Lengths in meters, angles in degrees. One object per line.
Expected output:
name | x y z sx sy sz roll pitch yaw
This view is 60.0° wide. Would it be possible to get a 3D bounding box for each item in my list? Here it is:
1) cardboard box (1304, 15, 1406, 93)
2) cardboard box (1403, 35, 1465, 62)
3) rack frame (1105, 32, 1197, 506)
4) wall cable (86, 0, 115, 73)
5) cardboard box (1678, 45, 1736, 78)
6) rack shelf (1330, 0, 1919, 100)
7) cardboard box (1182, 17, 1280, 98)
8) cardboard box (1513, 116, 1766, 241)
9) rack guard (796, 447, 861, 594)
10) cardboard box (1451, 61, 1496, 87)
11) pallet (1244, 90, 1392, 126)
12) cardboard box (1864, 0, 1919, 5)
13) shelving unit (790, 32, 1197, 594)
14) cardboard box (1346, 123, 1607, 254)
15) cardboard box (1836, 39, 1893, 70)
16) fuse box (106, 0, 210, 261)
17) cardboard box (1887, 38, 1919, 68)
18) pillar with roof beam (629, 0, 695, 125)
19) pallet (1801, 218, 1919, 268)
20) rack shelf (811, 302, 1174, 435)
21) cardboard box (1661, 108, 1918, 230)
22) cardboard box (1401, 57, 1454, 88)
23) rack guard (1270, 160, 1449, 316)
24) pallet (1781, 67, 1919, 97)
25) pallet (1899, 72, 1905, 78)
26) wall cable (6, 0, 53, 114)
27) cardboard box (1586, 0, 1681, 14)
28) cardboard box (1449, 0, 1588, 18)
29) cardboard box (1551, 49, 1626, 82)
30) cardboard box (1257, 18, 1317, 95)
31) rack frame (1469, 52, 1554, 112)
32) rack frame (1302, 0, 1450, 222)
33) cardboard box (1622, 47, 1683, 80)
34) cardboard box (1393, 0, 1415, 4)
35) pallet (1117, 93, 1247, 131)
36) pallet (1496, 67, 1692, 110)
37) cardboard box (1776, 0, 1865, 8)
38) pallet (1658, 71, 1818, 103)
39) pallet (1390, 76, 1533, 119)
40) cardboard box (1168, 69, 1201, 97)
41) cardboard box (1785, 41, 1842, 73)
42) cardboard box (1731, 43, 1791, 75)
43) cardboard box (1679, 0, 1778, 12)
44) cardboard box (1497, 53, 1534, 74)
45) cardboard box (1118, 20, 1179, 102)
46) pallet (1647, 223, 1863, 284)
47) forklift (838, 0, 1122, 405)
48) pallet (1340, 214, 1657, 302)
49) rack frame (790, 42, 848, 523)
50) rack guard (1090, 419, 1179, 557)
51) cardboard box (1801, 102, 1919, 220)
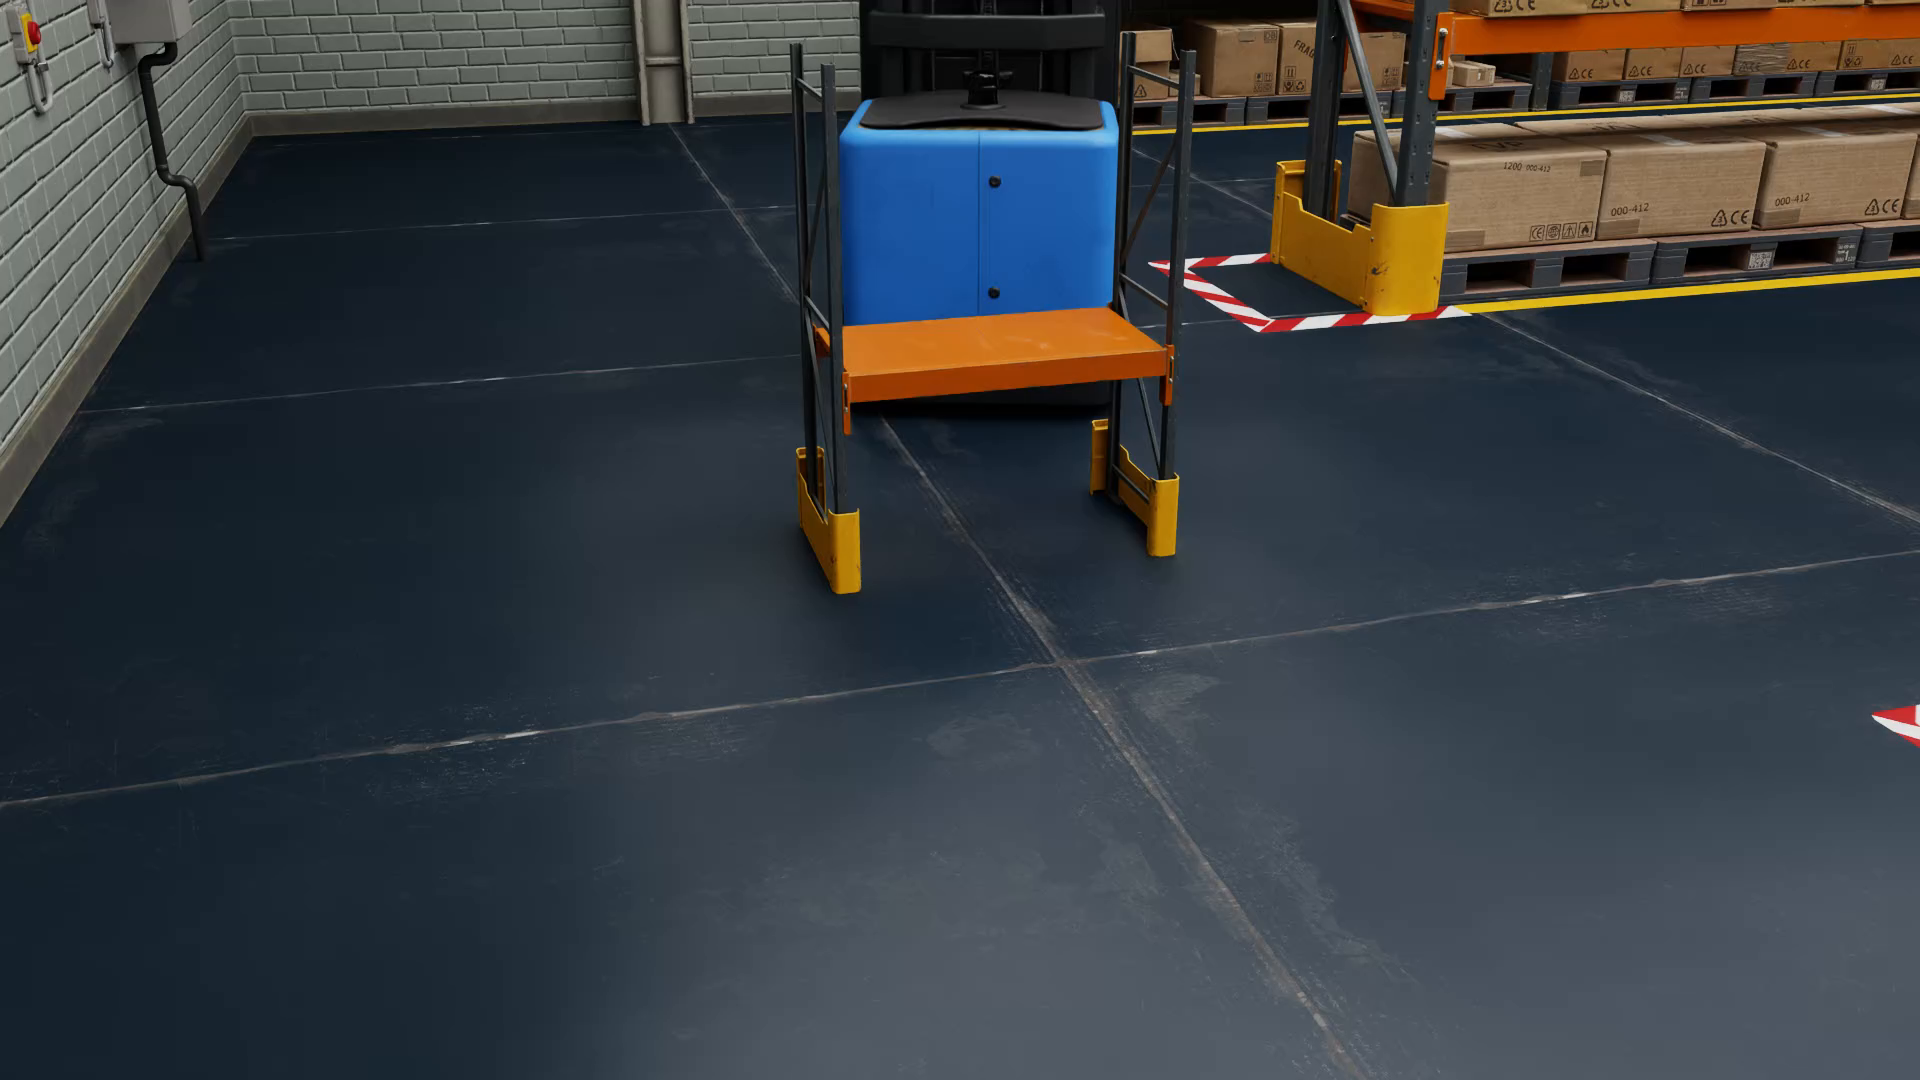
cardboard box | 3.042 -3.787 12.910 0.500 0.500 0.700 -7 24 -16
cardboard box | 3.746 -3.930 13.481 0.500 0.311 0.500 -5 24 -12
rack frame | 0.572 -0.752 5.102 0.032 1.500 0.500 -6 24 -14
wall cable | -3.878 -3.037 7.236 0.122 1.984 0.588 -6 24 -14
cardboard box | 5.964 -4.075 13.581 0.500 0.500 0.500 -7 24 -16
rack shelf | 3.864 -2.525 8.243 4.000 0.370 1.077 -6 24 -14
cardboard box | 2.042 -3.677 12.652 0.500 0.500 0.700 -5 24 -12
cardboard box | 3.426 -1.867 8.514 0.875 0.438 0.875 -6 24 -13
rack guard | -0.406 -0.070 5.096 0.087 0.250 0.587 -6 24 -14
cardboard box | 3.989 -3.665 13.070 0.250 0.149 0.380 -7 24 -16
pallet | 2.607 -3.467 13.063 1.213 0.211 1.003 -6 24 -14
cardboard box | 4.439 -2.852 7.967 0.500 0.500 0.500 -7 24 -15
shelving unit | 0.073 -0.697 4.973 1.083 1.500 0.587 -6 24 -14
cardboard box | 2.547 -1.767 8.280 0.875 0.438 0.875 -7 24 -16
cardboard box | 7.463 -4.247 13.982 0.500 0.500 0.500 -7 24 -15
fuse box | -3.911 -2.254 8.334 0.414 1.711 0.539 -6 24 -14
cardboard box | 7.948 -4.297 14.097 0.500 0.500 0.500 -6 24 -13
pillar with roof beam | -1.082 -5.704 7.132 0.400 9.000 9.100 -6 24 -14
pallet | 5.037 -1.736 9.028 1.213 0.211 1.003 -6 24 -14
rack shelf | 0.082 -0.533 5.046 1.000 0.185 0.538 -6 24 -14
cardboard box | 4.295 -1.963 8.737 0.875 0.438 0.875 -7 24 -16
cardboard box | 3.645 -3.681 12.959 0.258 0.266 0.396 -5 24 -12
rack guard | 1.916 -1.491 8.092 0.348 0.500 1.175 -6 24 -14
pallet | 7.568 -4.032 14.380 1.213 0.211 1.003 -6 24 -14
pallet | 9.100 -4.170 14.702 1.213 0.211 1.003 -6 24 -14
wall cable | -3.484 -2.515 5.978 0.123 1.953 0.585 -6 24 -14
cardboard box | 2.958 -2.695 7.601 0.500 0.500 0.500 -7 24 -15
cardboard box | 2.479 -2.631 7.450 0.500 0.500 0.500 -7 24 -15
cardboard box | 4.972 -3.963 13.320 0.500 0.500 0.500 -5 24 -12
cardboard box | 2.578 -3.695 12.695 0.500 0.500 0.500 -6 24 -13
rack frame | 4.446 -4.953 12.989 0.127 3.000 1.000 -6 24 -14
rack frame | 1.939 -2.643 7.605 0.127 3.000 1.000 -6 24 -14
cardboard box | 5.482 -4.024 13.461 0.500 0.500 0.500 -7 24 -15
cardboard box | 2.332 -2.841 7.939 0.500 0.500 0.500 -6 24 -14
pallet | 1.435 -3.339 12.764 1.213 0.211 1.003 -6 24 -14
pallet | 5.219 -3.772 13.774 1.213 0.211 1.003 -6 24 -14
cardboard box | 3.930 -2.802 7.850 0.500 0.500 0.500 -6 24 -13
pallet | 6.395 -3.904 14.080 1.213 0.211 1.003 -6 24 -14
pallet | 3.784 -3.599 13.369 1.213 0.211 1.003 -6 24 -14
cardboard box | 1.628 -3.469 12.614 0.250 0.149 0.380 -7 24 -16
cardboard box | 6.960 -4.191 13.850 0.500 0.500 0.500 -5 24 -12
cardboard box | 6.465 -4.128 13.704 0.500 0.500 0.500 -7 24 -16
cardboard box | 3.453 -2.743 7.711 0.500 0.500 0.500 -6 24 -15
cardboard box | 4.839 -4.162 13.783 0.500 0.500 0.500 -6 24 -15
cardboard box | 1.209 -3.602 12.473 0.637 0.503 0.797 -7 24 -16
pallet | 3.860 -1.605 8.722 1.213 0.211 1.003 -6 24 -14
forklift | 0.137 -2.389 7.102 1.130 2.935 3.031 1 23 2
pallet | 2.688 -1.476 8.423 1.213 0.211 1.003 -6 24 -14
rack frame | -0.407 -0.644 4.849 0.032 1.500 0.500 -6 24 -14
rack guard | 0.553 -0.176 5.343 0.087 0.250 0.587 -6 24 -14
cardboard box | 5.157 -2.058 8.960 0.875 0.438 0.875 -7 24 -15
